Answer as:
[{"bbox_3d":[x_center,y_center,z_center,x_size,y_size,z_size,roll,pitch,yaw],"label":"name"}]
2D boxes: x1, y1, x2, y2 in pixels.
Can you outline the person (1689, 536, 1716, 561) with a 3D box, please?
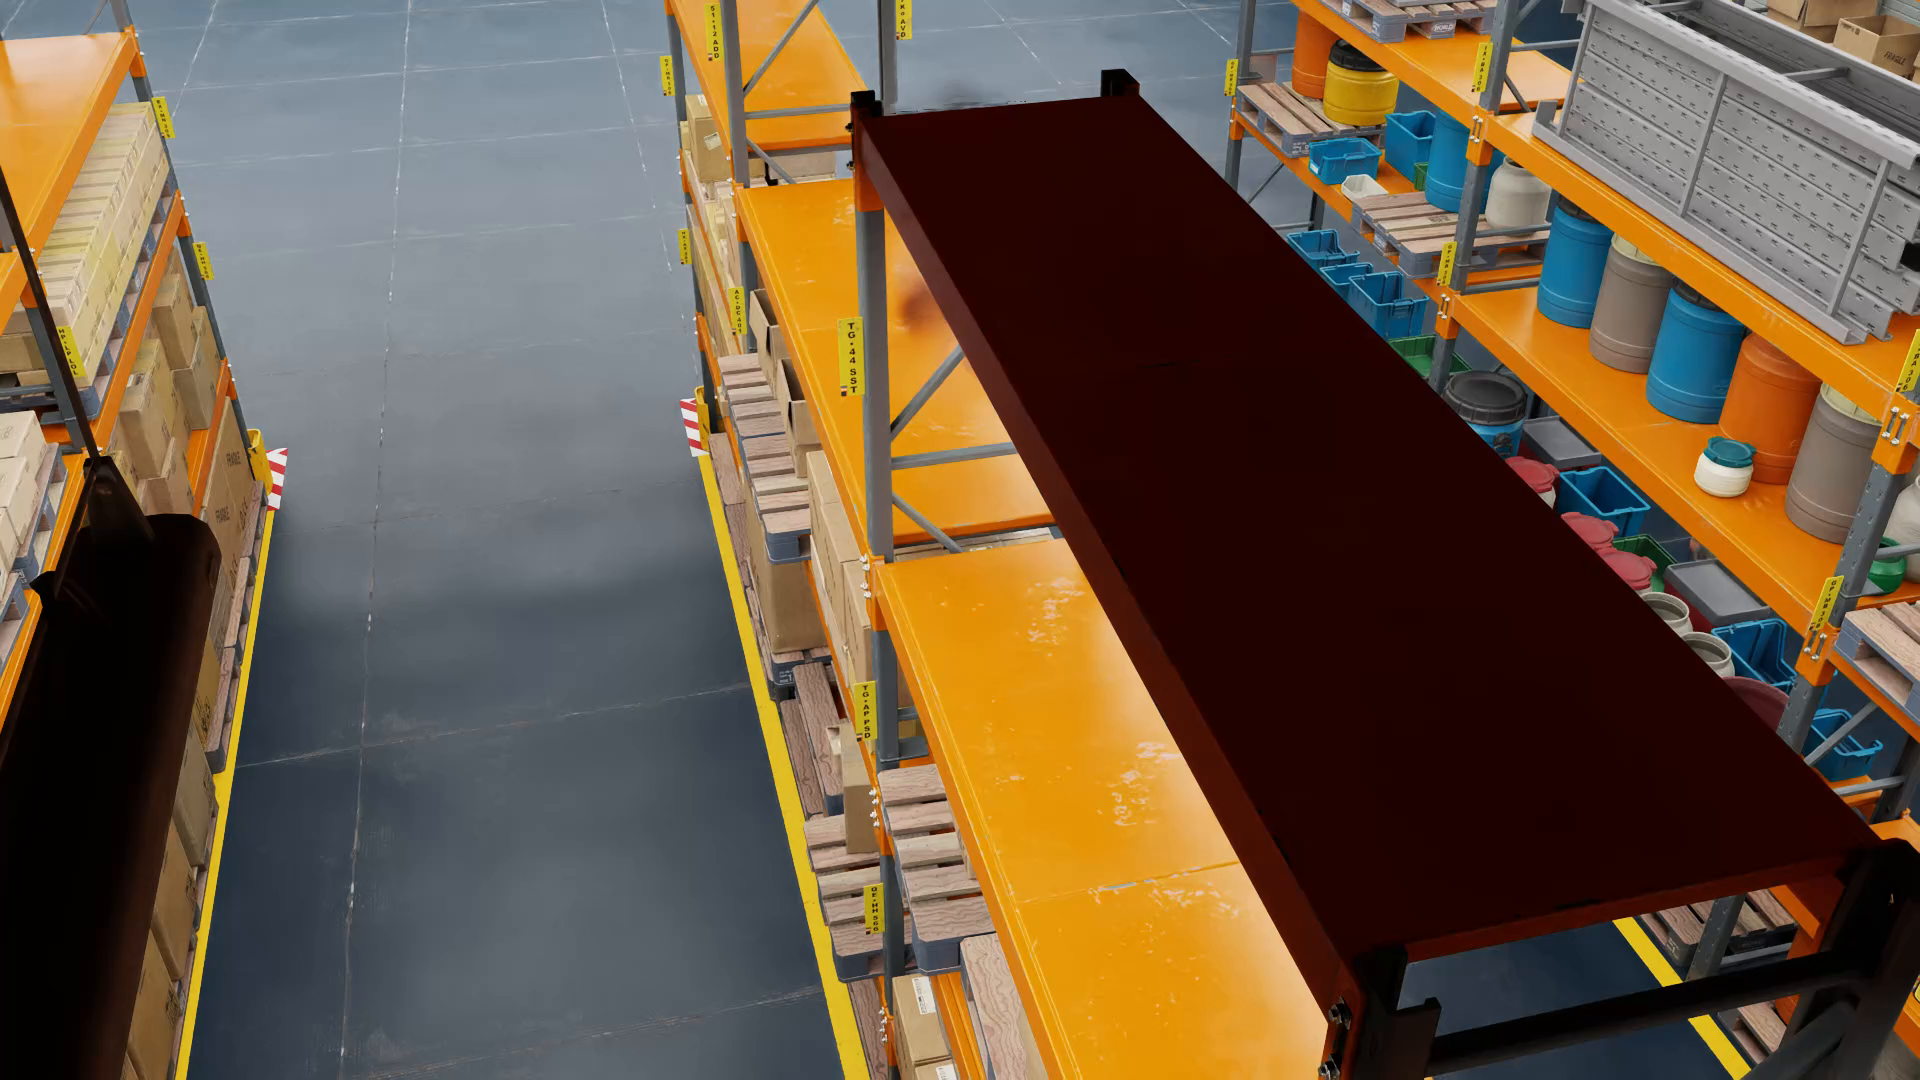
[{"bbox_3d":[5.682,0.360,12.199,0.685,1.549,0.868,-11,36,-15],"label":"person"}]
